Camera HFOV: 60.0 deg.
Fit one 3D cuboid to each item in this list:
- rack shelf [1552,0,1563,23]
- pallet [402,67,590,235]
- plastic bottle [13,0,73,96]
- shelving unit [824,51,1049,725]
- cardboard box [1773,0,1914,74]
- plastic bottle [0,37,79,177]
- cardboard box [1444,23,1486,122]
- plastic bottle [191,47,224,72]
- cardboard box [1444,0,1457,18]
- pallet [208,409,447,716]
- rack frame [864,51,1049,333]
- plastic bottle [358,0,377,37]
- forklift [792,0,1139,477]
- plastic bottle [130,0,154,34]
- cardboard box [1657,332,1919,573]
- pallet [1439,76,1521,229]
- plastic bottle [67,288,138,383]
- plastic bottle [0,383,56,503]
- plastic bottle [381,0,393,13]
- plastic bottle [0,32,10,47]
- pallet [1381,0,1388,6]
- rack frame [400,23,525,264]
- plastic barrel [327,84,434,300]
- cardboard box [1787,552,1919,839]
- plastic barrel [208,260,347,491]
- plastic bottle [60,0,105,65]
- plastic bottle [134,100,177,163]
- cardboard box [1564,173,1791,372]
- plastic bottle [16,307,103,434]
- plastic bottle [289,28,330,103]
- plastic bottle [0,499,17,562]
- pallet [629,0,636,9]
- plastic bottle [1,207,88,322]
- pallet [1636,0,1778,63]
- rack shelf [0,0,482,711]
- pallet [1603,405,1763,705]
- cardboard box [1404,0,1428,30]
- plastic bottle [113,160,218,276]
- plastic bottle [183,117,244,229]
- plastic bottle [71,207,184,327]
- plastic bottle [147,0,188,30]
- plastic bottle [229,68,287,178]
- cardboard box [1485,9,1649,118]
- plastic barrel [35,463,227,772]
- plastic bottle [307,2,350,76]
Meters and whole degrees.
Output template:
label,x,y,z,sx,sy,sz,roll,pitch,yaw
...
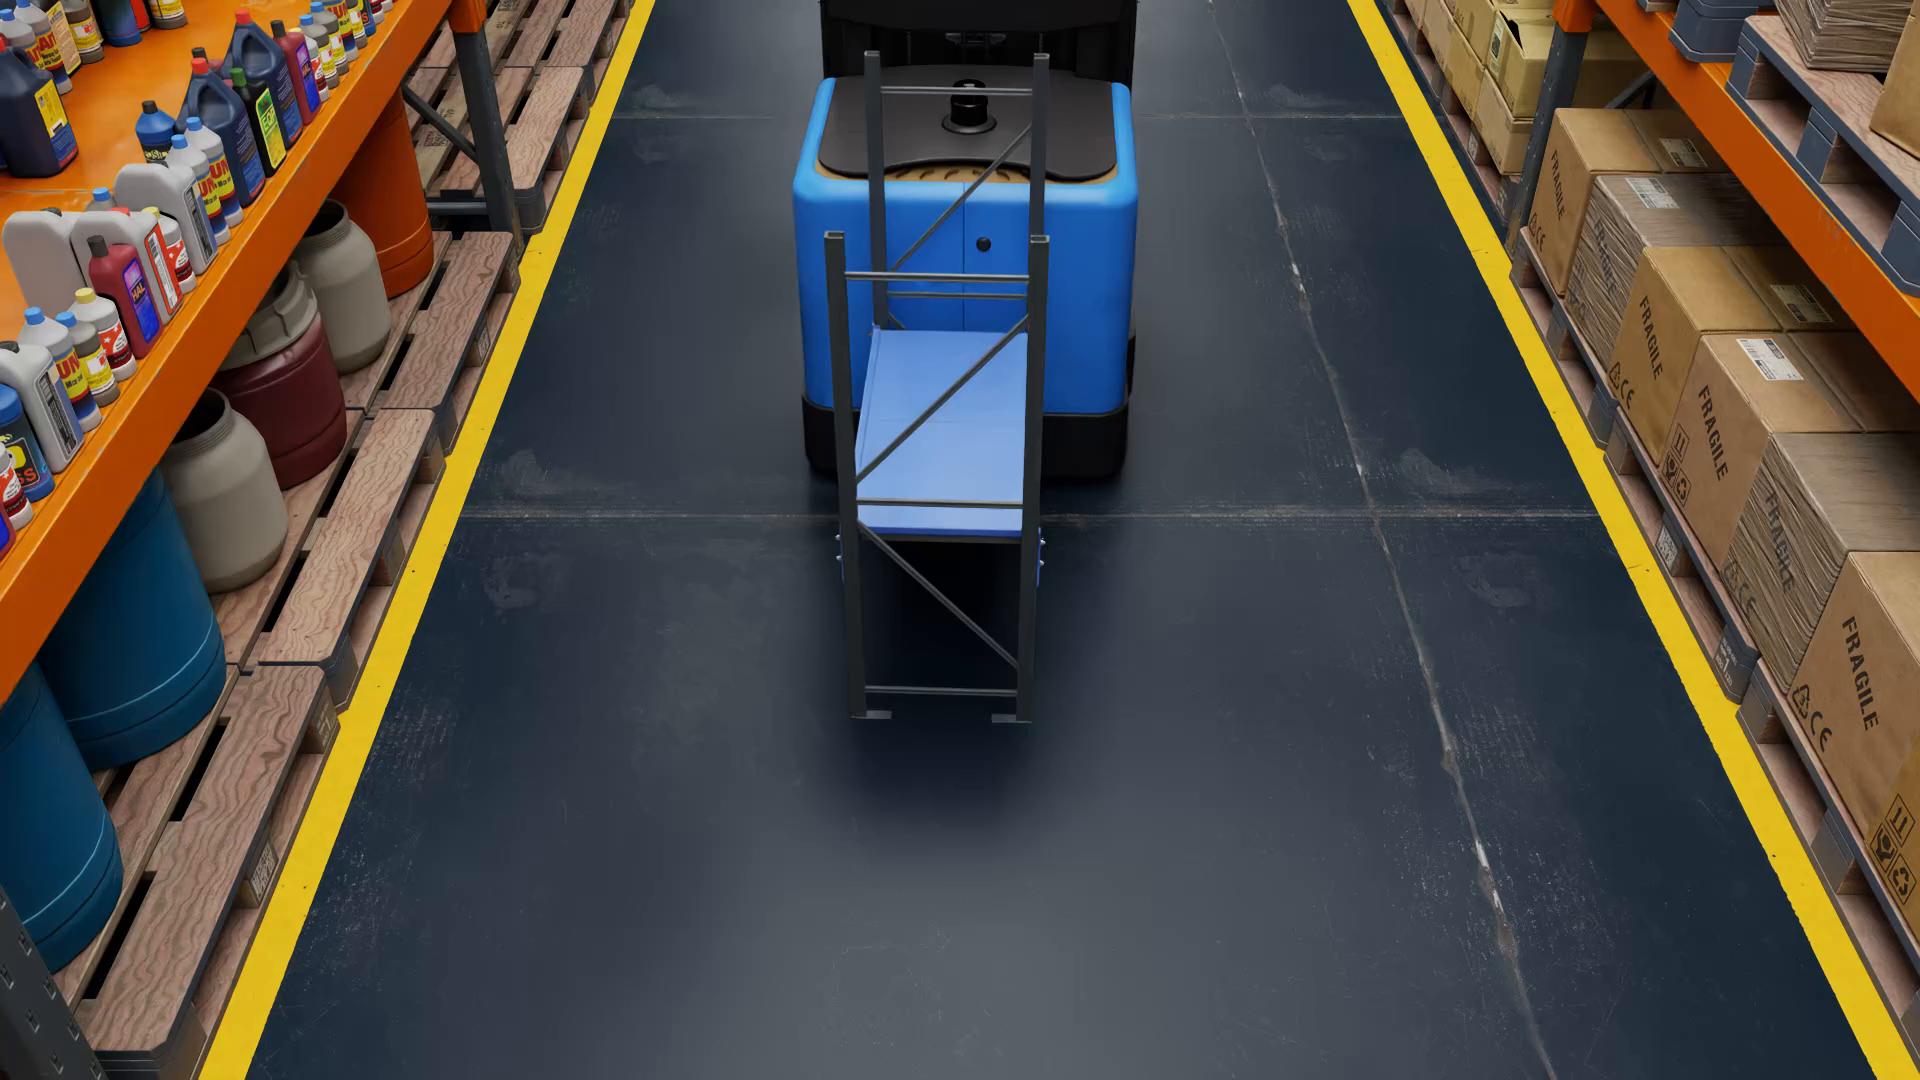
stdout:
label,x,y,z,sx,sy,sz,roll,pitch,yaw
rack shelf,2.695,-3.281,7.521,1.077,0.370,4.000,0,39,0
pallet,-2.218,-1.706,7.210,1.003,0.211,1.213,0,39,0
plastic bottle,-2.605,-1.399,4.700,0.097,0.271,0.097,0,39,0
shelving unit,-0.030,-0.406,4.558,0.538,1.500,1.048,1,39,2
cardboard box,2.621,-1.548,4.368,0.700,0.500,0.500,7,39,8
plastic bottle,-2.429,-1.137,4.310,0.144,0.351,0.185,0,39,0
cardboard box,2.448,-2.053,7.277,0.500,0.250,0.500,0,39,-1
plastic bottle,-1.972,-1.181,4.419,0.061,0.283,0.133,0,39,0
cardboard box,2.445,-2.589,7.497,0.500,0.311,0.500,0,39,0
pallet,-2.215,0.032,5.041,1.003,0.211,1.213,0,39,0
rack frame,-0.009,-0.724,4.954,0.500,1.500,0.032,1,39,2
plastic bottle,-1.847,-1.669,5.037,0.097,0.271,0.097,0,39,0
forklift,0.074,-2.247,5.711,1.130,2.935,3.031,1,39,2
plastic bottle,-2.579,-1.701,5.074,0.152,0.276,0.135,0,39,0
cardboard box,2.419,-0.255,4.817,0.500,0.500,0.500,-1,39,-2
pallet,2.735,-1.738,7.250,1.003,0.211,1.213,0,39,0
plastic bottle,-1.845,-0.444,3.564,0.097,0.201,0.097,0,39,0
plastic bottle,-1.844,-0.204,3.209,0.097,0.271,0.097,0,39,0
plastic bottle,-1.847,-1.763,5.211,0.097,0.201,0.097,0,39,0
plastic bottle,-2.623,-1.271,4.531,0.061,0.283,0.133,0,39,0
pallet,2.732,-3.264,9.154,1.003,0.211,1.213,0,39,0
rack frame,-2.256,-2.310,5.734,1.000,3.000,0.127,0,39,0
plastic barrel,-2.239,-1.321,5.900,0.600,0.830,0.708,0,39,0
cardboard box,2.422,0.376,4.029,0.500,0.500,0.500,0,39,0
plastic barrel,-2.237,-0.521,5.094,0.600,0.588,0.708,0,39,0
plastic bottle,-2.606,-1.516,4.902,0.097,0.201,0.097,0,39,0
plastic bottle,-1.990,-0.966,4.160,0.097,0.271,0.097,0,39,0
cardboard box,2.418,-0.895,5.616,0.500,0.500,0.500,-1,39,-2
plastic bottle,-1.845,-0.350,3.390,0.097,0.271,0.097,0,39,0
plastic bottle,-1.846,-1.337,4.679,0.097,0.201,0.097,0,39,0
plastic bottle,-1.826,-0.076,3.040,0.061,0.283,0.133,0,39,0
pallet,-2.221,-3.232,9.115,1.003,0.211,1.213,0,39,0
plastic bottle,-2.025,-0.629,3.735,0.152,0.276,0.135,0,39,0
pallet,2.768,-1.813,5.267,1.213,0.211,1.003,0,39,0
rack shelf,-2.254,-0.779,4.398,1.077,0.370,4.000,0,39,0
pallet,2.659,0.005,5.075,1.003,0.211,1.213,0,39,0
cardboard box,2.447,-2.689,8.070,0.500,0.250,0.500,1,39,1
plastic bottle,-1.873,-0.774,3.916,0.152,0.276,0.135,0,39,0
plastic bottle,-1.846,-0.906,4.084,0.097,0.271,0.097,0,39,0
plastic bottle,-1.872,-0.629,3.735,0.152,0.276,0.135,0,39,0
plastic bottle,-2.454,-1.684,5.112,0.097,0.201,0.097,0,39,0
plastic bottle,-1.828,-1.098,4.315,0.061,0.283,0.133,0,39,0
cardboard box,2.450,-1.948,6.697,0.500,0.311,0.500,1,39,1
plastic barrel,-2.236,0.063,4.115,0.600,0.901,0.708,0,39,0
plastic bottle,-1.847,-1.459,4.831,0.097,0.201,0.097,0,39,0
